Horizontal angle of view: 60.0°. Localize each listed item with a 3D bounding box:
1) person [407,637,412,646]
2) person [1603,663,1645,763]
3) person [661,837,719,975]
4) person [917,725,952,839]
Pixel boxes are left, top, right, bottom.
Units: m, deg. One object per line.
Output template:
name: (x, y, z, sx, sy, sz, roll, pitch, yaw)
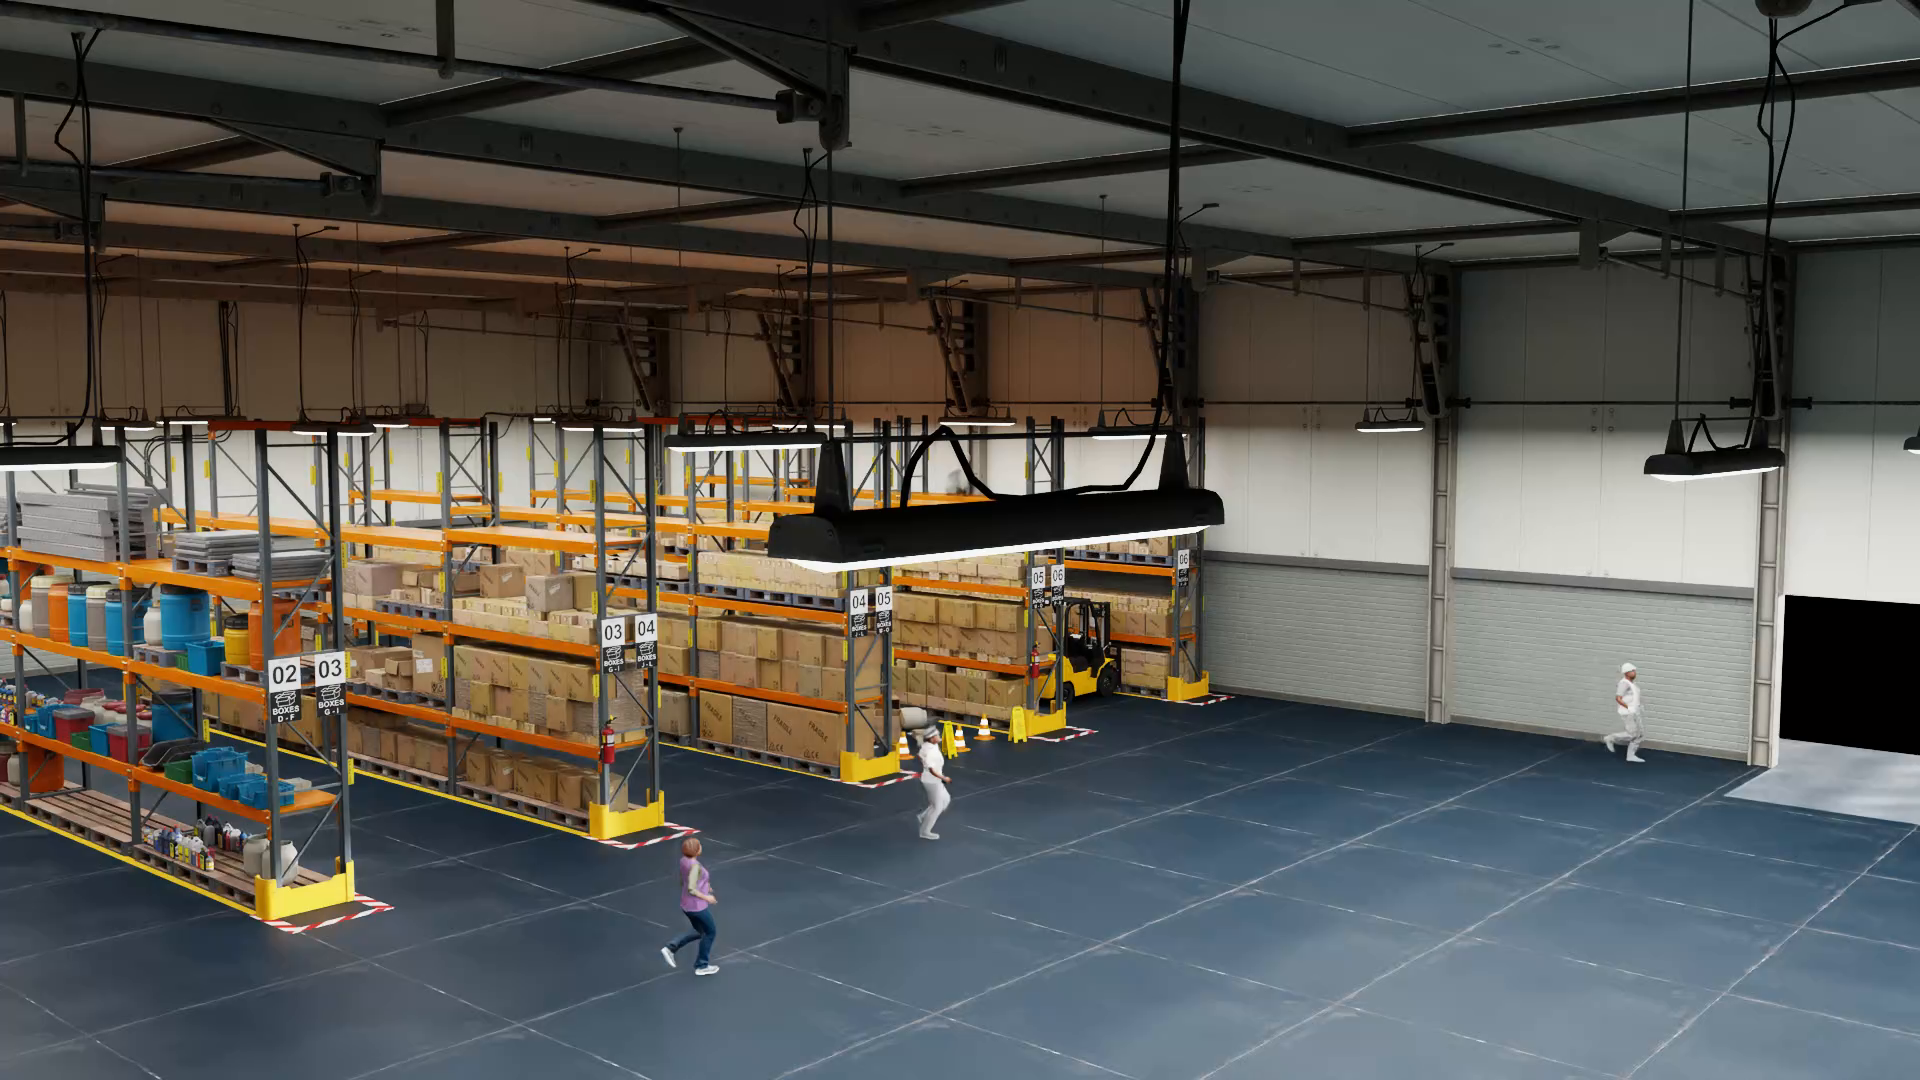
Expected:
person: (-13.304, 2.097, 40.848, 0.641, 1.680, 0.790, 4, 6, 41)
person: (11.740, 3.032, 29.305, 0.689, 1.743, 0.683, 3, 6, 35)
person: (-2.956, 4.038, 18.271, 0.637, 1.545, 0.540, -3, 5, -28)
person: (-0.371, 3.502, 24.140, 0.495, 1.664, 0.586, -1, 5, -8)
